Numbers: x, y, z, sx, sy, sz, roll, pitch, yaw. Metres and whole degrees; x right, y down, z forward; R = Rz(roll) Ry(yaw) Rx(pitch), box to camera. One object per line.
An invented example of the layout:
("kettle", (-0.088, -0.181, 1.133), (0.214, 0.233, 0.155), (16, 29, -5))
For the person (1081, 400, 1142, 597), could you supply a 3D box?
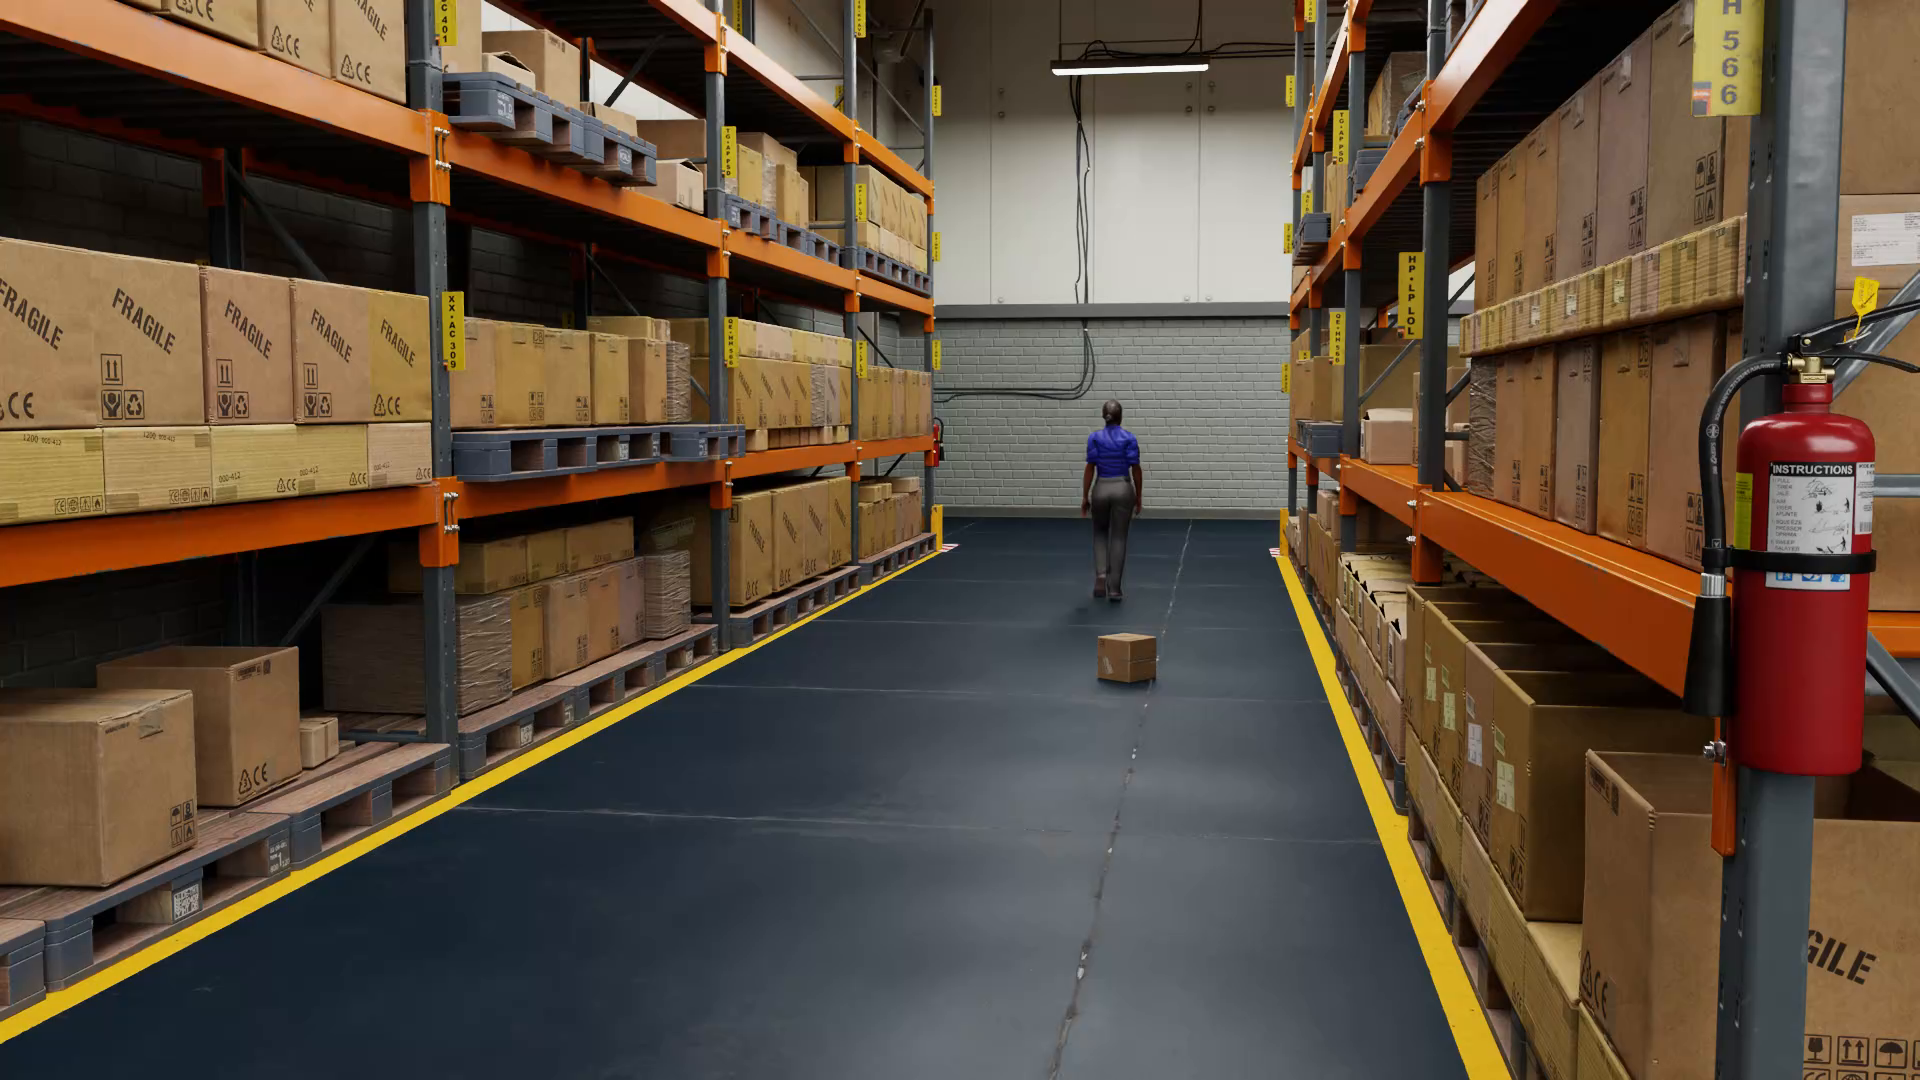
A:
("person", (1.290, -0.321, 14.019), (0.492, 1.672, 0.488), (1, 5, 15))
